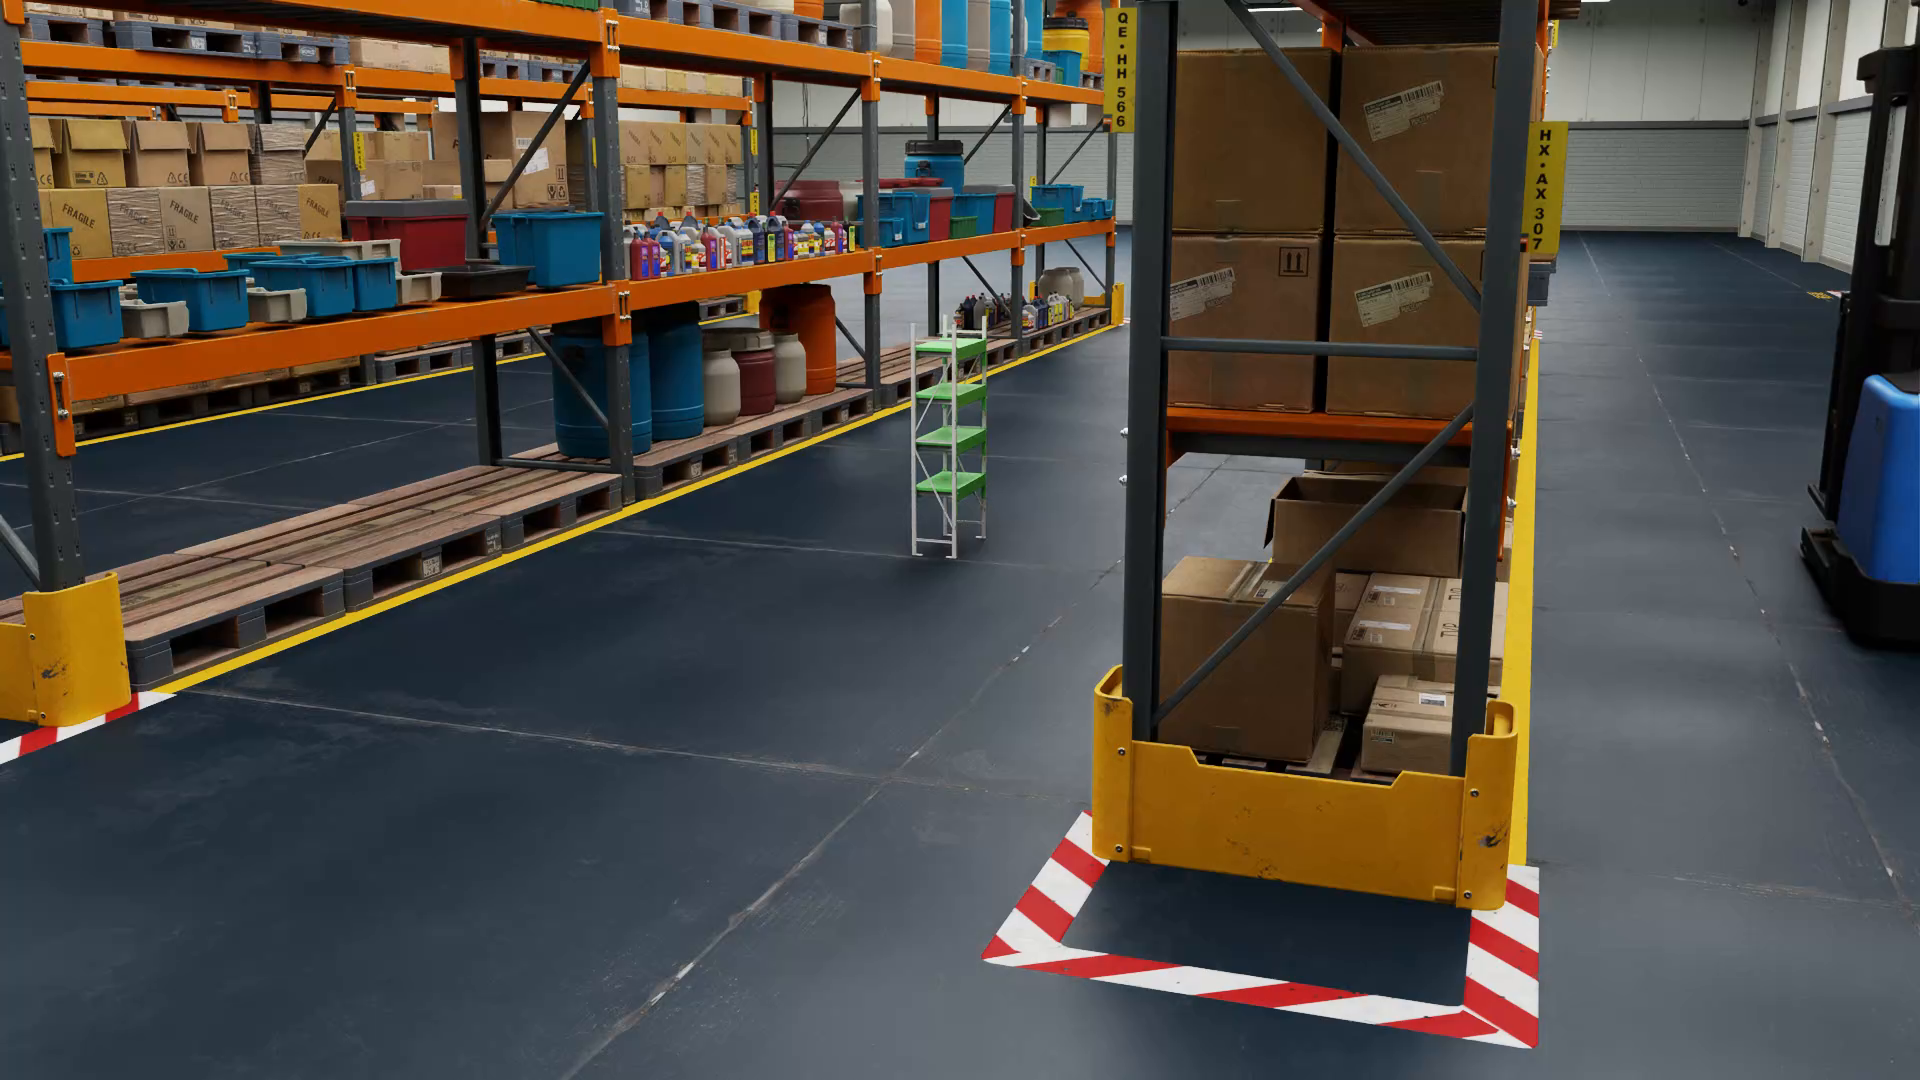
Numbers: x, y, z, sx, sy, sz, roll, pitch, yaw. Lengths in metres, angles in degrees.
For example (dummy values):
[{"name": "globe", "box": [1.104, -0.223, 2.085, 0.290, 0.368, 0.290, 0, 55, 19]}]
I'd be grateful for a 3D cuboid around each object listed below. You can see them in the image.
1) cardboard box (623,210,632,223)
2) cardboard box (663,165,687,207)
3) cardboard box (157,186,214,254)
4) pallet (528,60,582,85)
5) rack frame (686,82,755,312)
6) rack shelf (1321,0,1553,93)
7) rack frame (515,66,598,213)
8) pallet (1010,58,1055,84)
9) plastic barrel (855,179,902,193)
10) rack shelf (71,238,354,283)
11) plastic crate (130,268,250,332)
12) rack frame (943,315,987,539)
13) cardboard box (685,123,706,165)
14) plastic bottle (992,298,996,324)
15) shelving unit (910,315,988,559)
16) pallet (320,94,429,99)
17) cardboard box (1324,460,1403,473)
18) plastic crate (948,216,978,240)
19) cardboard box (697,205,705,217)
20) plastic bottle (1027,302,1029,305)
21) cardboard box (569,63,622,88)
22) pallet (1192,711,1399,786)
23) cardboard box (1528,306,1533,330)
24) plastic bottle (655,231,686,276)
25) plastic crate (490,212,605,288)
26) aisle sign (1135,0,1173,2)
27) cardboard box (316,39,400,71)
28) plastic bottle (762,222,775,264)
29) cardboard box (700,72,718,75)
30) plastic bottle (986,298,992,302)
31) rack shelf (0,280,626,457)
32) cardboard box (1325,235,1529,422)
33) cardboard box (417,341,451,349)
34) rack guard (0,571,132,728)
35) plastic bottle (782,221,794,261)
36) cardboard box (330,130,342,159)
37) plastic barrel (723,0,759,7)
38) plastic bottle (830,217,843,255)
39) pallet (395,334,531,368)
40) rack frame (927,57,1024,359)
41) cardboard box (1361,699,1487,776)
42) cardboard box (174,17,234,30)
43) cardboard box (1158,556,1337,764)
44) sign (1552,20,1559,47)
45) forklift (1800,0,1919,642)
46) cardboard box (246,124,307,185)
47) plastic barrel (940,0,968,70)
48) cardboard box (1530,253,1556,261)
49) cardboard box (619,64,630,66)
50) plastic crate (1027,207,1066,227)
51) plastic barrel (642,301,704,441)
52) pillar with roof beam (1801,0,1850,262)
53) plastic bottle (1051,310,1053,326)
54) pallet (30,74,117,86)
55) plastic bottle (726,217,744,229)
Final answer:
[{"name": "cardboard box", "box": [-4.030, -3.755, 19.262, 0.380, 0.149, 0.250, 4, 14, 18]}, {"name": "cardboard box", "box": [-3.866, -4.349, 20.408, 0.875, 0.500, 0.500, 4, 14, 18]}, {"name": "cardboard box", "box": [-6.249, -2.511, 13.023, 0.500, 0.500, 0.500, 5, 14, 19]}, {"name": "pallet", "box": [-4.833, -4.996, 17.816, 1.213, 0.211, 1.003, 4, 14, 18]}, {"name": "rack frame", "box": [-3.238, -4.590, 22.355, 1.000, 3.000, 0.127, 4, 14, 18]}, {"name": "rack shelf", "box": [2.899, -2.882, 9.748, 1.077, 0.370, 4.000, 4, 14, 18]}, {"name": "rack frame", "box": [-4.532, -3.747, 18.665, 1.000, 3.000, 0.127, 4, 14, 18]}, {"name": "pallet", "box": [0.295, -4.920, 17.486, 1.213, 0.211, 1.003, 4, 14, 18]}, {"name": "plastic barrel", "box": [-0.740, -3.026, 15.198, 0.433, 0.535, 0.433, 0, 13, 0]}, {"name": "rack shelf", "box": [-6.474, -2.133, 13.210, 1.077, 0.370, 4.000, 4, 14, 18]}, {"name": "plastic crate", "box": [-3.124, -0.979, 6.776, 0.416, 0.233, 0.300, 4, 14, 18]}, {"name": "rack frame", "box": [0.025, -0.601, 8.927, 0.240, 1.200, 0.015, 4, 14, 18]}, {"name": "cardboard box", "box": [-3.503, -4.926, 20.691, 0.500, 0.500, 0.500, 4, 14, 18]}, {"name": "plastic bottle", "box": [0.362, -2.544, 18.507, 0.061, 0.283, 0.133, 4, 14, 18]}, {"name": "shelving unit", "box": [-0.054, -0.550, 8.702, 0.258, 1.200, 0.503, 4, 14, 18]}, {"name": "pallet", "box": [-8.129, -6.230, 23.001, 1.003, 0.211, 1.213, 4, 14, 18]}, {"name": "cardboard box", "box": [2.140, -0.469, 8.932, 0.500, 0.500, 0.500, 4, 14, 18]}, {"name": "plastic crate", "box": [-0.142, -2.900, 15.431, 0.450, 0.188, 0.662, 4, 14, 18]}, {"name": "cardboard box", "box": [-3.464, -4.182, 21.134, 0.380, 0.149, 0.250, 4, 14, 18]}, {"name": "plastic bottle", "box": [0.741, -2.454, 18.143, 0.097, 0.271, 0.097, 0, 13, 0]}, {"name": "cardboard box", "box": [-4.144, -5.213, 18.682, 0.500, 0.250, 0.500, 4, 13, 16]}, {"name": "pallet", "box": [1.239, 0.669, 5.583, 1.003, 0.211, 1.213, 4, 14, 18]}, {"name": "cardboard box", "box": [4.818, -1.955, 14.788, 0.500, 0.311, 0.500, 5, 14, 20]}, {"name": "plastic bottle", "box": [-1.805, -1.793, 10.381, 0.152, 0.276, 0.135, 4, 14, 18]}, {"name": "plastic crate", "box": [-2.262, -1.605, 9.180, 0.392, 0.384, 0.575, 4, 14, 18]}, {"name": "aisle sign", "box": [0.645, -1.782, 4.211, 0.394, 0.787, 0.004, 4, 14, 18]}, {"name": "cardboard box", "box": [-5.434, -4.375, 15.011, 0.500, 0.250, 0.500, 5, 14, 19]}, {"name": "plastic bottle", "box": [-1.340, -2.068, 11.570, 0.061, 0.283, 0.133, 4, 14, 18]}, {"name": "cardboard box", "box": [-3.271, -5.926, 20.910, 0.380, 0.149, 0.250, 4, 14, 19]}, {"name": "plastic bottle", "box": [0.313, -2.576, 18.666, 0.152, 0.276, 0.135, 5, 14, 19]}, {"name": "rack shelf", "box": [-3.081, -0.934, 7.958, 1.077, 0.370, 4.000, 4, 14, 18]}, {"name": "cardboard box", "box": [1.350, -0.630, 4.782, 0.500, 0.500, 0.500, 5, 14, 20]}, {"name": "cardboard box", "box": [-5.461, -2.161, 16.344, 0.700, 0.500, 0.500, 3, 13, 14]}, {"name": "rack guard", "box": [-3.724, 0.361, 6.285, 1.175, 0.500, 0.348, 4, 14, 18]}, {"name": "plastic bottle", "box": [-1.237, -2.135, 11.864, 0.061, 0.283, 0.133, 4, 14, 18]}, {"name": "cardboard box", "box": [-8.504, -5.141, 22.006, 0.875, 0.550, 0.500, 4, 14, 18]}, {"name": "plastic barrel", "box": [-1.571, -3.898, 11.334, 0.433, 0.535, 0.433, 0, 13, 0]}, {"name": "plastic bottle", "box": [-0.942, -2.327, 12.705, 0.061, 0.283, 0.133, 4, 14, 18]}, {"name": "pallet", "box": [-5.176, -1.966, 17.128, 1.003, 0.211, 1.213, 4, 14, 18]}, {"name": "rack frame", "box": [0.154, -3.391, 17.103, 1.000, 3.000, 0.127, 4, 14, 18]}, {"name": "cardboard box", "box": [1.418, 0.605, 5.013, 0.380, 0.149, 0.250, 4, 14, 18]}, {"name": "cardboard box", "box": [-6.152, -4.299, 13.174, 0.500, 0.500, 0.500, 5, 14, 21]}, {"name": "cardboard box", "box": [0.900, 0.365, 5.275, 0.500, 0.500, 0.500, 4, 14, 18]}, {"name": "sign", "box": [6.643, -5.689, 18.619, 0.100, 0.325, 0.005, 4, 14, 18]}, {"name": "forklift", "box": [4.760, -1.232, 7.799, 1.130, 2.935, 3.031, 5, 14, 20]}, {"name": "cardboard box", "box": [-6.078, -3.290, 14.183, 0.797, 0.503, 0.637, 5, 14, 20]}, {"name": "plastic barrel", "box": [-0.228, -4.699, 14.969, 0.600, 0.901, 0.708, 4, 14, 18]}, {"name": "cardboard box", "box": [2.617, -1.686, 8.466, 0.700, 0.500, 0.500, 0, 13, -1]}, {"name": "cardboard box", "box": [-4.005, -5.494, 19.018, 0.380, 0.149, 0.250, 4, 14, 19]}, {"name": "plastic crate", "box": [0.861, -3.553, 18.290, 0.450, 0.188, 0.662, 4, 14, 18]}, {"name": "plastic barrel", "box": [-2.013, -1.150, 11.059, 0.600, 0.901, 0.708, 4, 14, 18]}, {"name": "pillar with roof beam", "box": [13.165, -10.335, 34.044, 9.100, 9.000, 0.400, 4, 14, 18]}, {"name": "plastic bottle", "box": [0.983, -2.479, 18.407, 0.097, 0.201, 0.097, 0, 13, 0]}, {"name": "pallet", "box": [-9.970, -5.029, 17.963, 1.003, 0.211, 1.213, 5, 14, 21]}, {"name": "plastic bottle", "box": [-1.735, -2.323, 12.703, 0.152, 0.276, 0.135, 4, 14, 18]}]
